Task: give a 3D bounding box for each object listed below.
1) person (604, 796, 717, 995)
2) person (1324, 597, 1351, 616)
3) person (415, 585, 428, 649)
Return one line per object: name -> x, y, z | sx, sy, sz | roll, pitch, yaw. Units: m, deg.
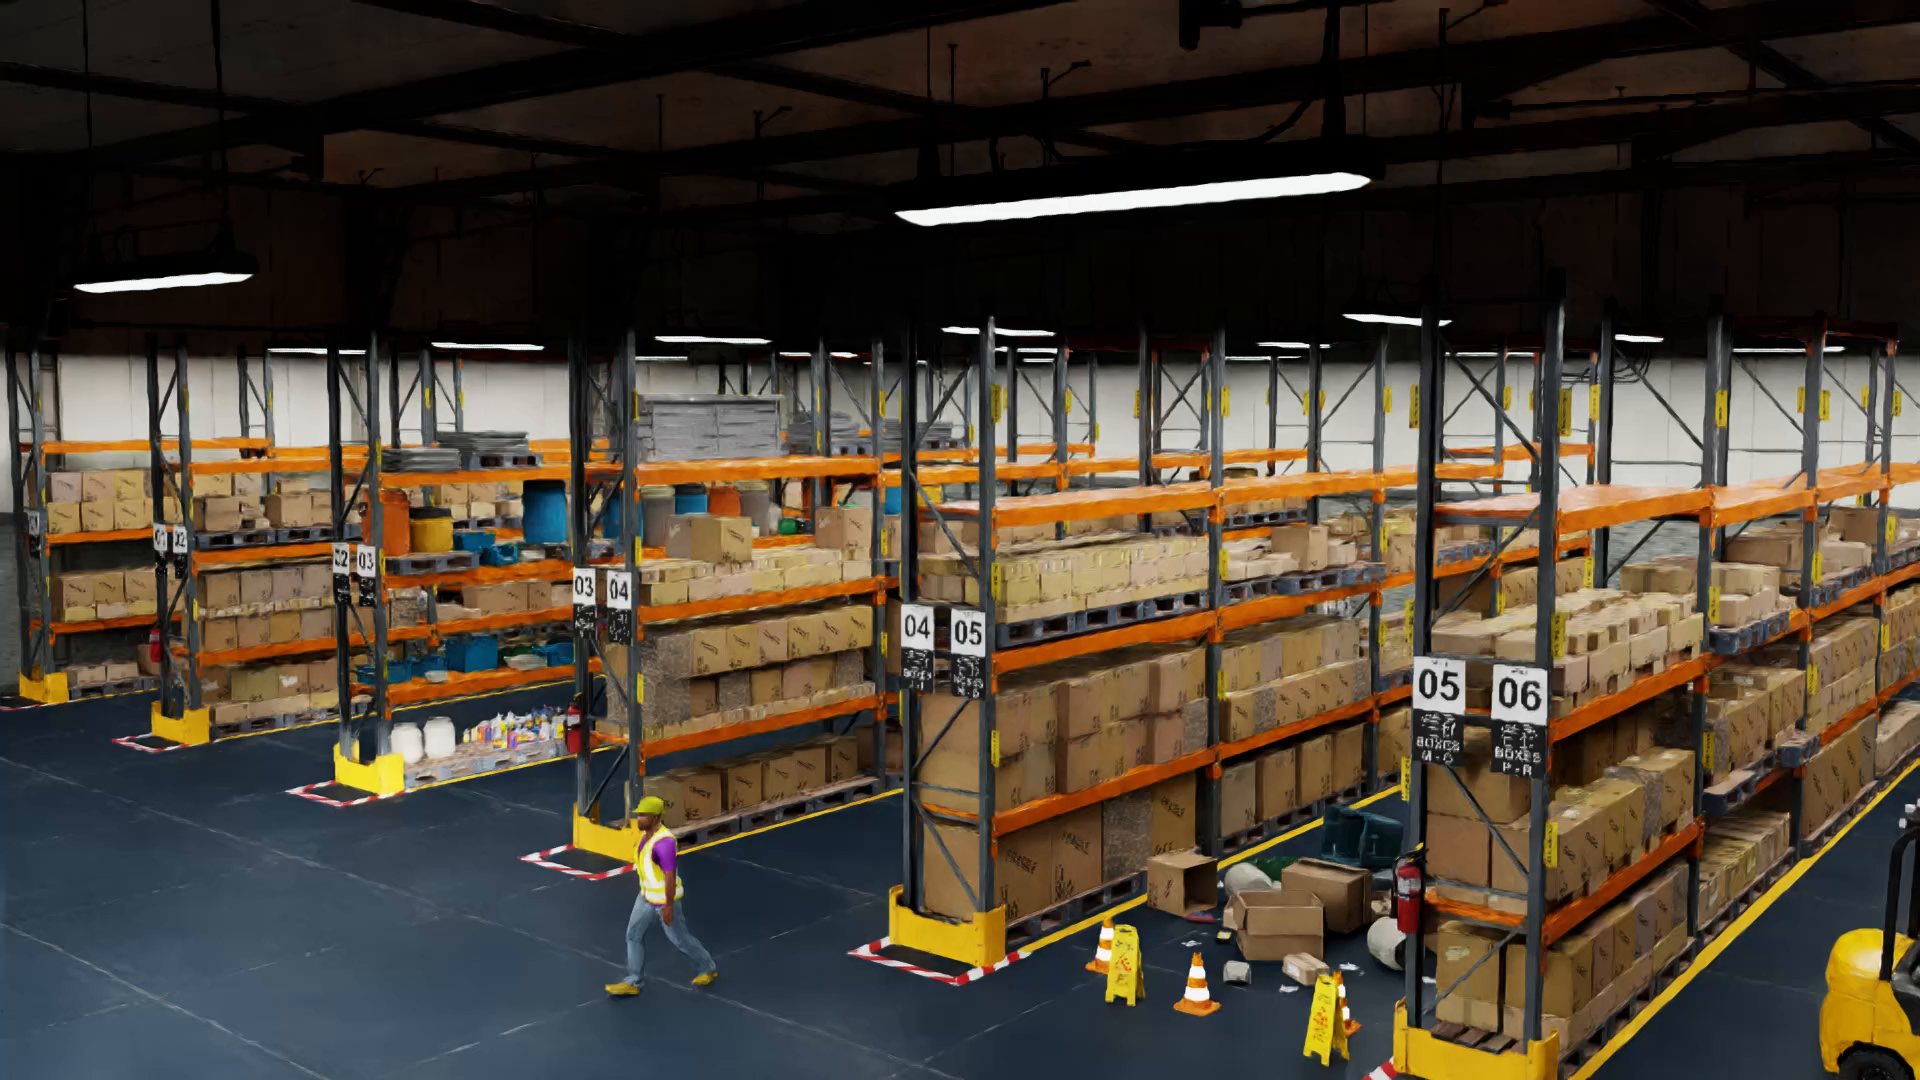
person -> -2.539, 3.032, 14.207 | 0.939, 1.728, 0.603 | -4, 6, -35
person -> 7.521, 1.361, 33.189 | 0.529, 1.605, 0.934 | 1, 5, 16
person -> -10.220, 1.503, 31.681 | 0.569, 1.635, 0.660 | 3, 6, 31
